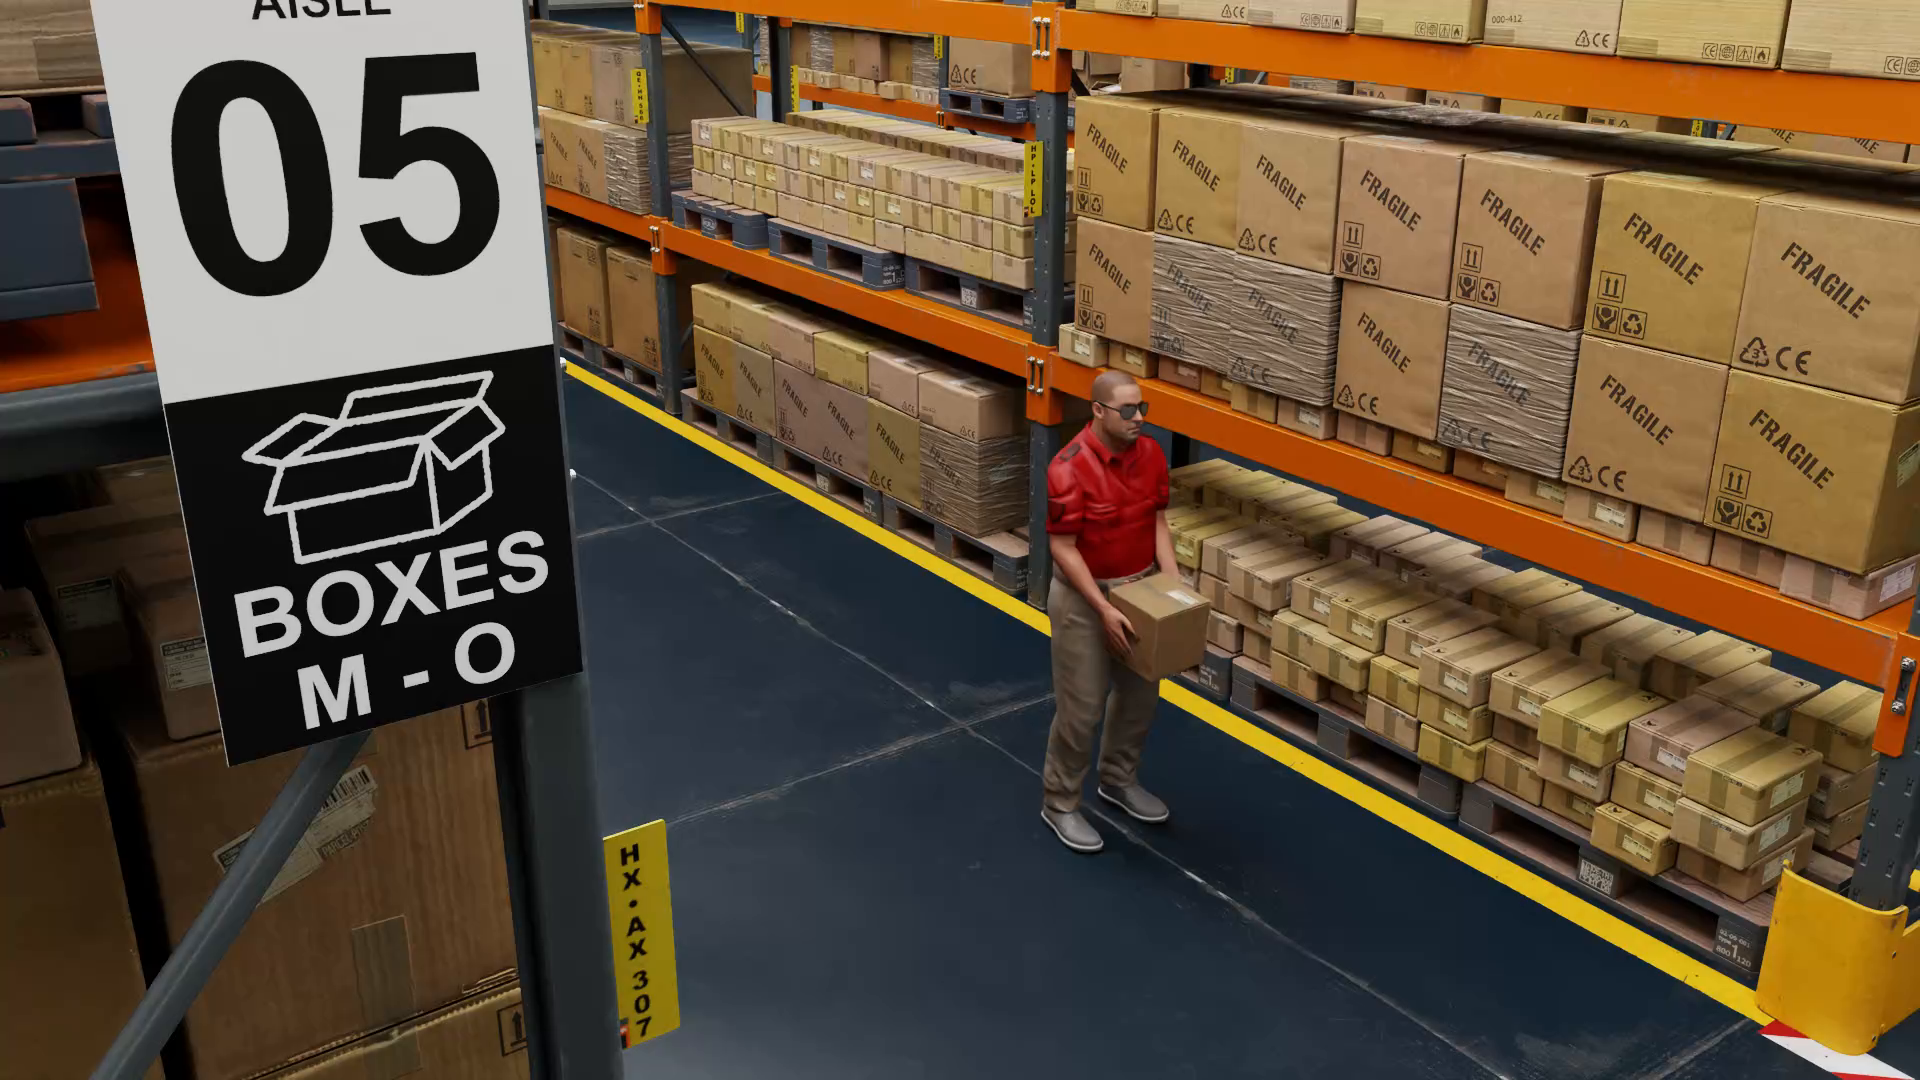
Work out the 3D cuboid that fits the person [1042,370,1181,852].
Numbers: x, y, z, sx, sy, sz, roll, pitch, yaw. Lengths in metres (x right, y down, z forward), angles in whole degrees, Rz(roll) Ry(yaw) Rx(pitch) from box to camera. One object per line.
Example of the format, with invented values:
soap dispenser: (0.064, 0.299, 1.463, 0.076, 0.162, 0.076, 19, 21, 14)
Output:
person: (0.566, 0.248, 5.955, 0.532, 1.733, 0.470, -15, 26, -34)
